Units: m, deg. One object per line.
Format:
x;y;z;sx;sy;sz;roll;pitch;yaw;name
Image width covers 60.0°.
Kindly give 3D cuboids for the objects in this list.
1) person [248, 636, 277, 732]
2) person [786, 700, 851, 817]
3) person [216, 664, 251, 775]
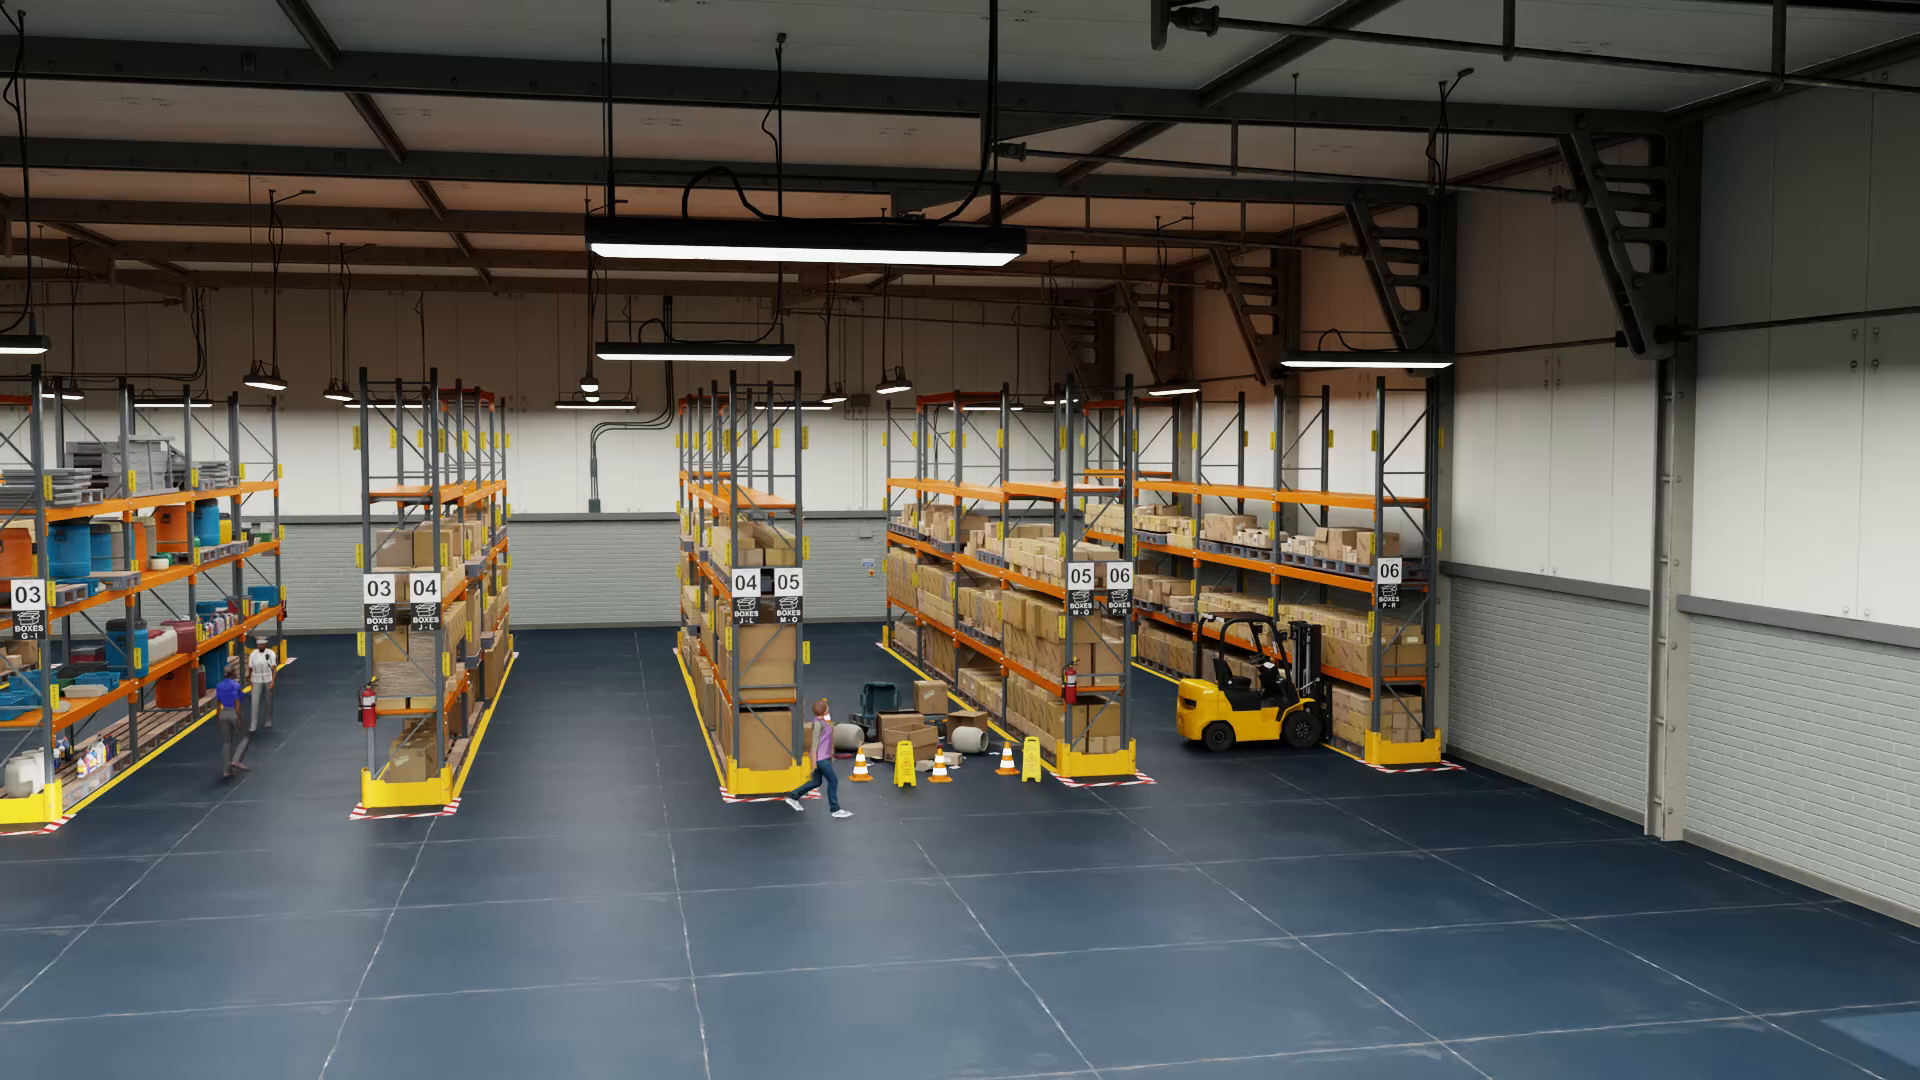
-12.030;2.460;28.671;0.468;1.623;0.978;-1;4;-22;person
-1.886;2.893;22.115;0.891;1.555;0.459;0;3;0;person
-10.910;2.687;24.912;0.499;1.644;0.445;0;3;1;person
